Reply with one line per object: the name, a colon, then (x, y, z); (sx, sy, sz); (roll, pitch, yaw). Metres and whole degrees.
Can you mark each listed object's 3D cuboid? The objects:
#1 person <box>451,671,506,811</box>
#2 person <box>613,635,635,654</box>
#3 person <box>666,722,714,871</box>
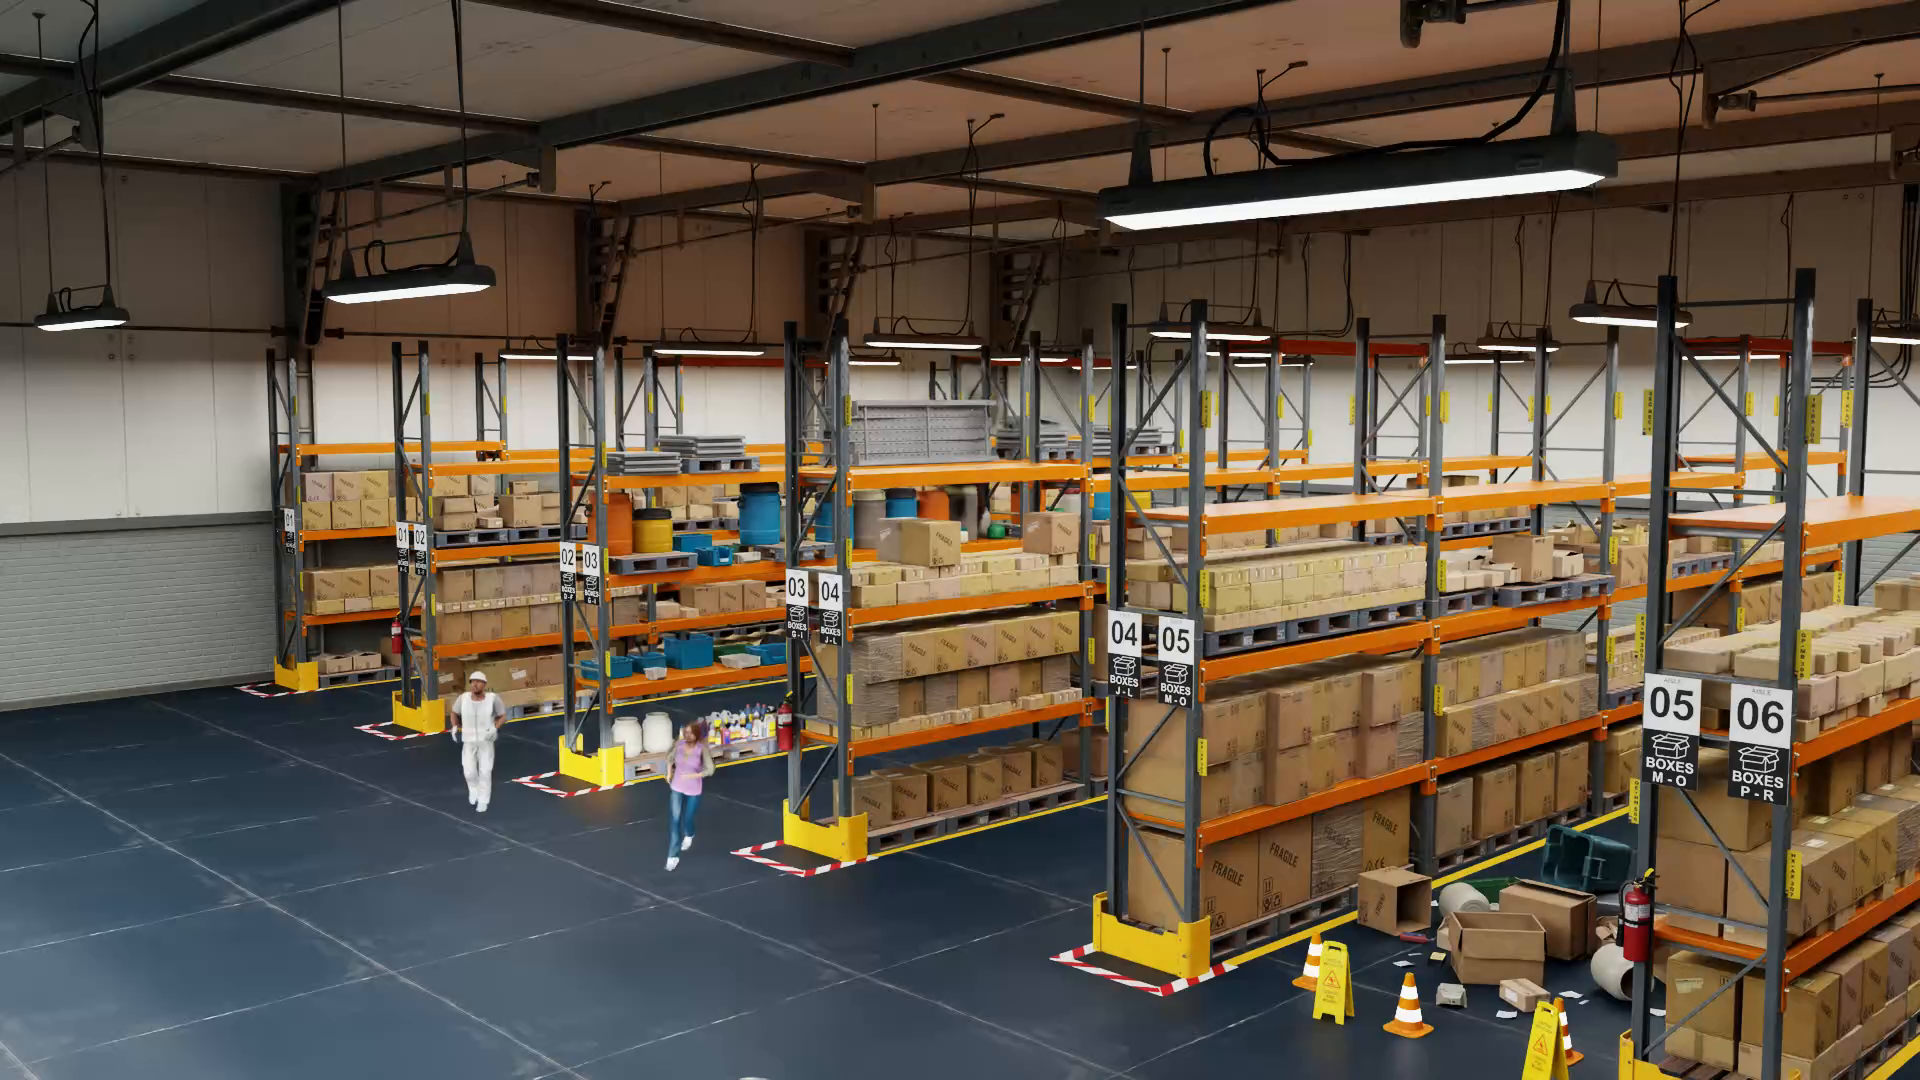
person: (-6.015, 2.511, 20.722); (0.681, 1.743, 0.541); (-1, 5, -9)
person: (-6.114, 1.680, 30.347); (0.964, 1.659, 0.573); (-5, 7, -44)
person: (-2.987, 2.799, 18.461); (0.571, 1.596, 0.813); (1, 5, 6)
